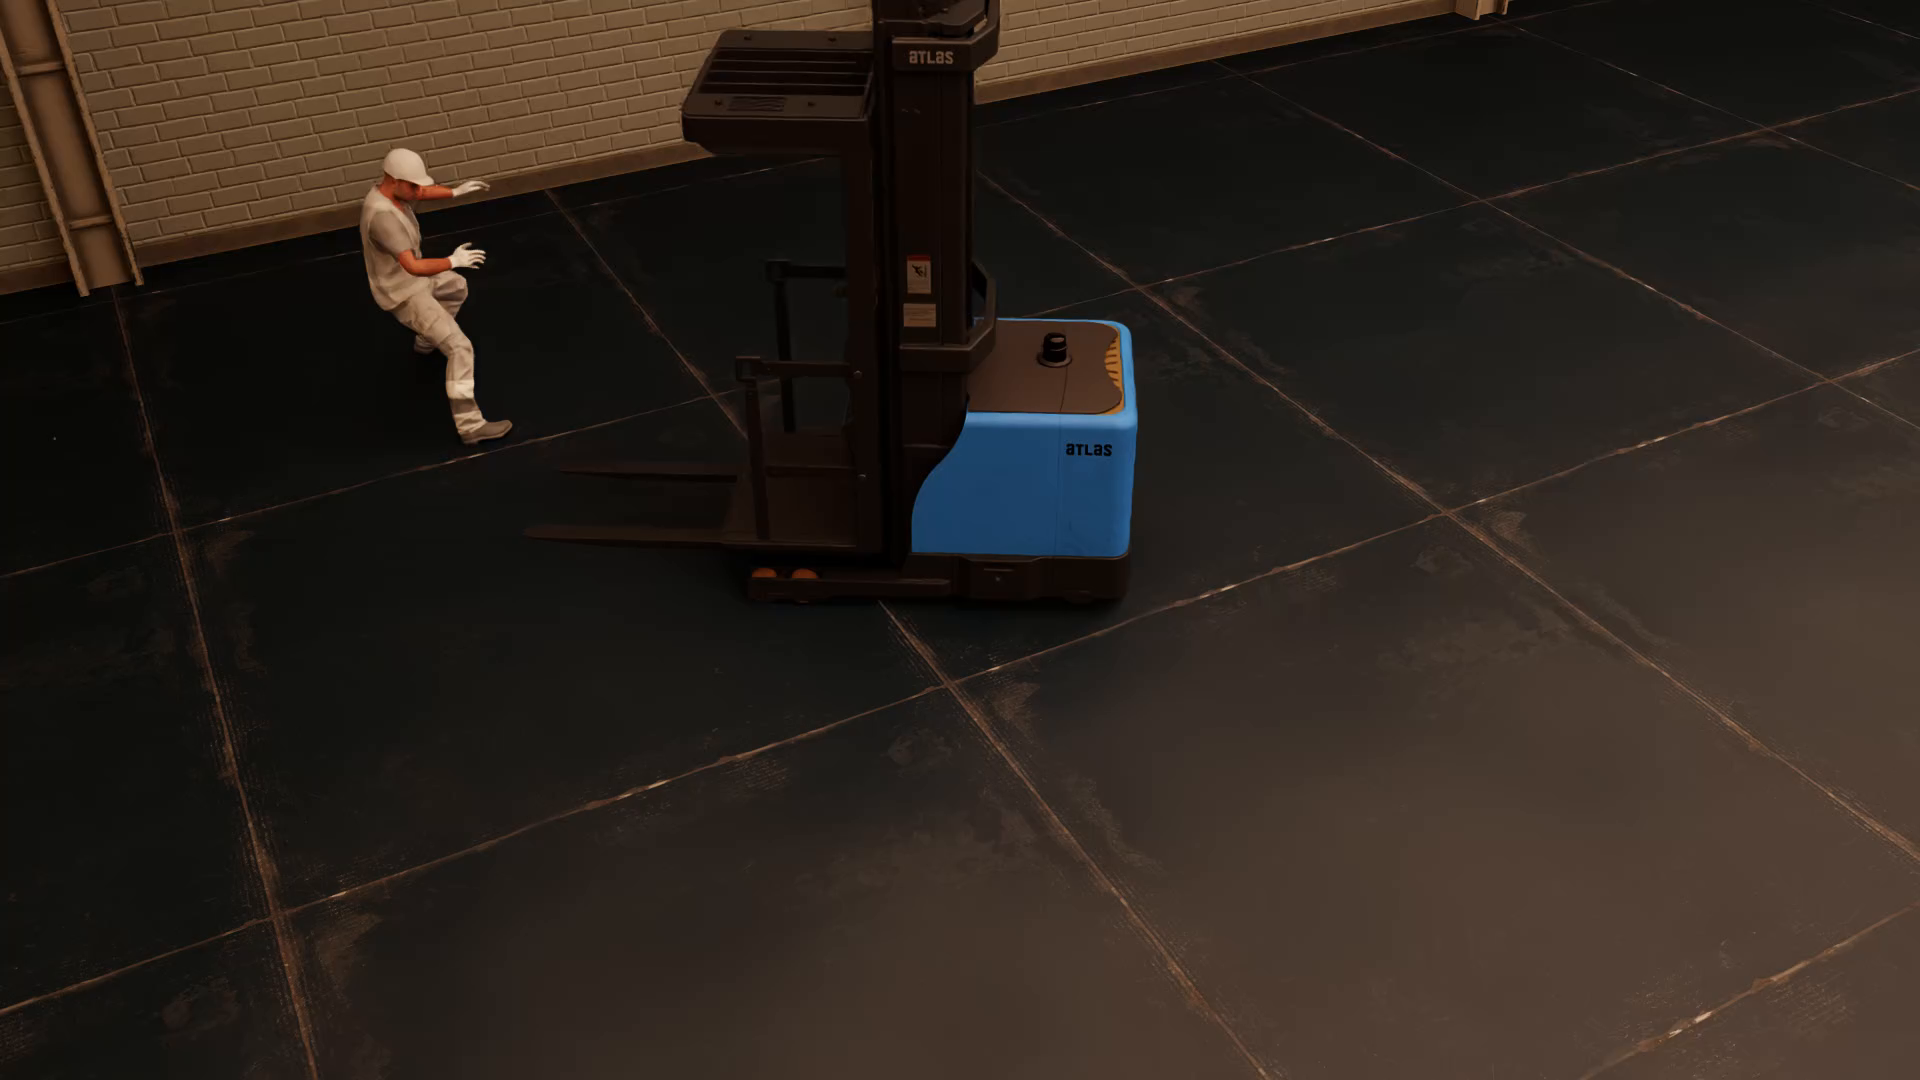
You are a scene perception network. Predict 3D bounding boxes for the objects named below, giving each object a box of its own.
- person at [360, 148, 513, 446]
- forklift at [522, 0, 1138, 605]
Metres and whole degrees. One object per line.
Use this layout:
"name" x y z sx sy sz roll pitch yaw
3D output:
"person" -2.984 -1.512 9.461 0.689 1.551 1.264 -5 36 -8
"forklift" -0.664 -1.190 7.807 3.031 2.935 1.130 2 35 2
